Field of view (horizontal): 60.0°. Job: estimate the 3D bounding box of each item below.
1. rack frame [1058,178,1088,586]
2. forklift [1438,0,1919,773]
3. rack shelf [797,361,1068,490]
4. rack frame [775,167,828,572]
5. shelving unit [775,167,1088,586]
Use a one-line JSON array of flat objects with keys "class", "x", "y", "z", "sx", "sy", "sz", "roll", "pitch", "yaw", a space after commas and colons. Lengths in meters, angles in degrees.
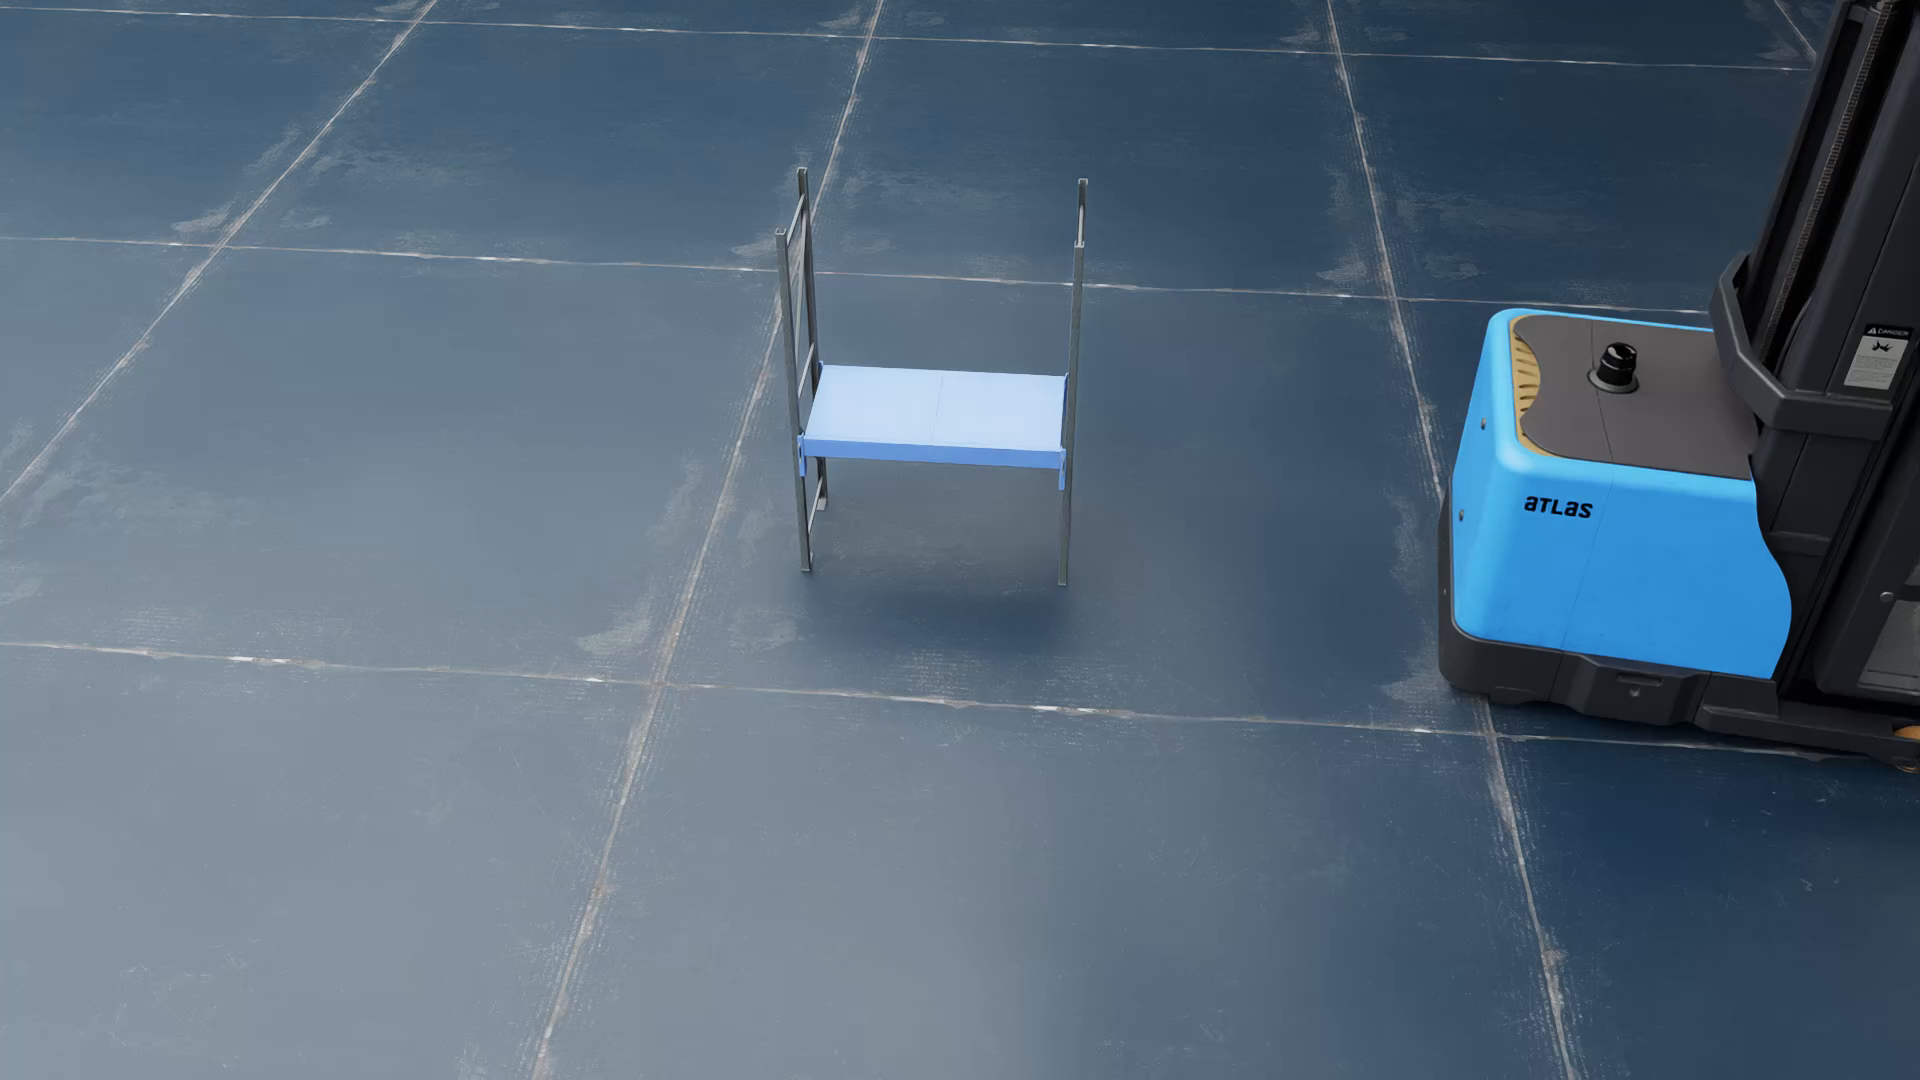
[{"class": "rack frame", "x": 0.421, "y": -0.559, "z": 6.248, "sx": 0.032, "sy": 1.500, "sz": 0.500, "roll": 3, "pitch": 39, "yaw": 4}, {"class": "forklift", "x": 3.317, "y": -0.674, "z": 5.256, "sx": 3.031, "sy": 2.935, "sz": 1.130, "roll": 8, "pitch": 40, "yaw": 10}, {"class": "rack shelf", "x": -0.085, "y": -0.447, "z": 6.396, "sx": 1.000, "sy": 0.185, "sz": 0.538, "roll": 3, "pitch": 39, "yaw": 4}, {"class": "rack frame", "x": -0.591, "y": -0.614, "z": 6.316, "sx": 0.032, "sy": 1.500, "sz": 0.500, "roll": 3, "pitch": 39, "yaw": 4}, {"class": "shelving unit", "x": -0.085, "y": -0.586, "z": 6.282, "sx": 1.048, "sy": 1.500, "sz": 0.538, "roll": 3, "pitch": 39, "yaw": 4}]
